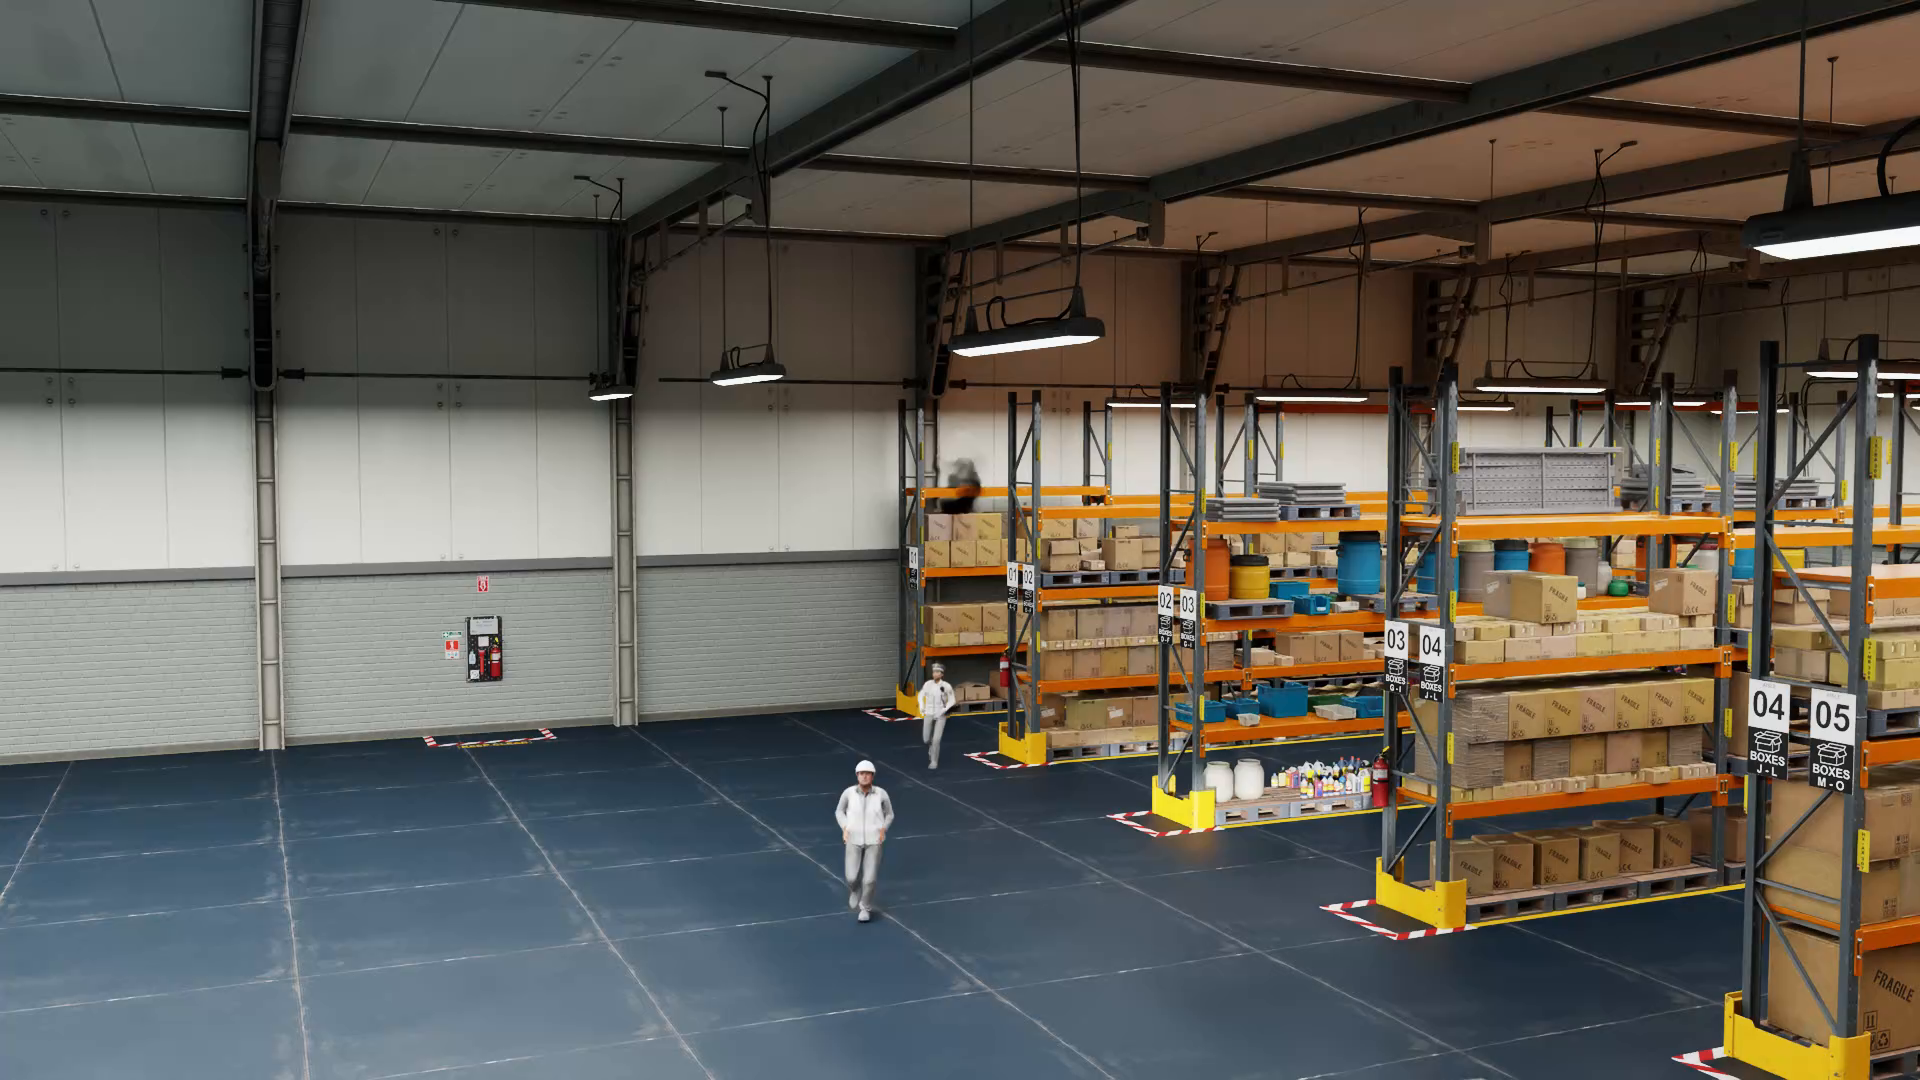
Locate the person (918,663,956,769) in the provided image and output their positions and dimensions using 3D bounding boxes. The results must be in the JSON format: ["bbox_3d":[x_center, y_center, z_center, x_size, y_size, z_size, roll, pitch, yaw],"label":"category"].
[{"bbox_3d":[-0.381,2.785,26.509,0.632,1.661,0.544,1,3,12],"label":"person"}]

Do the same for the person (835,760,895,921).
[{"bbox_3d":[-1.029,3.243,17.975,0.643,1.726,0.577,0,3,-1],"label":"person"}]
